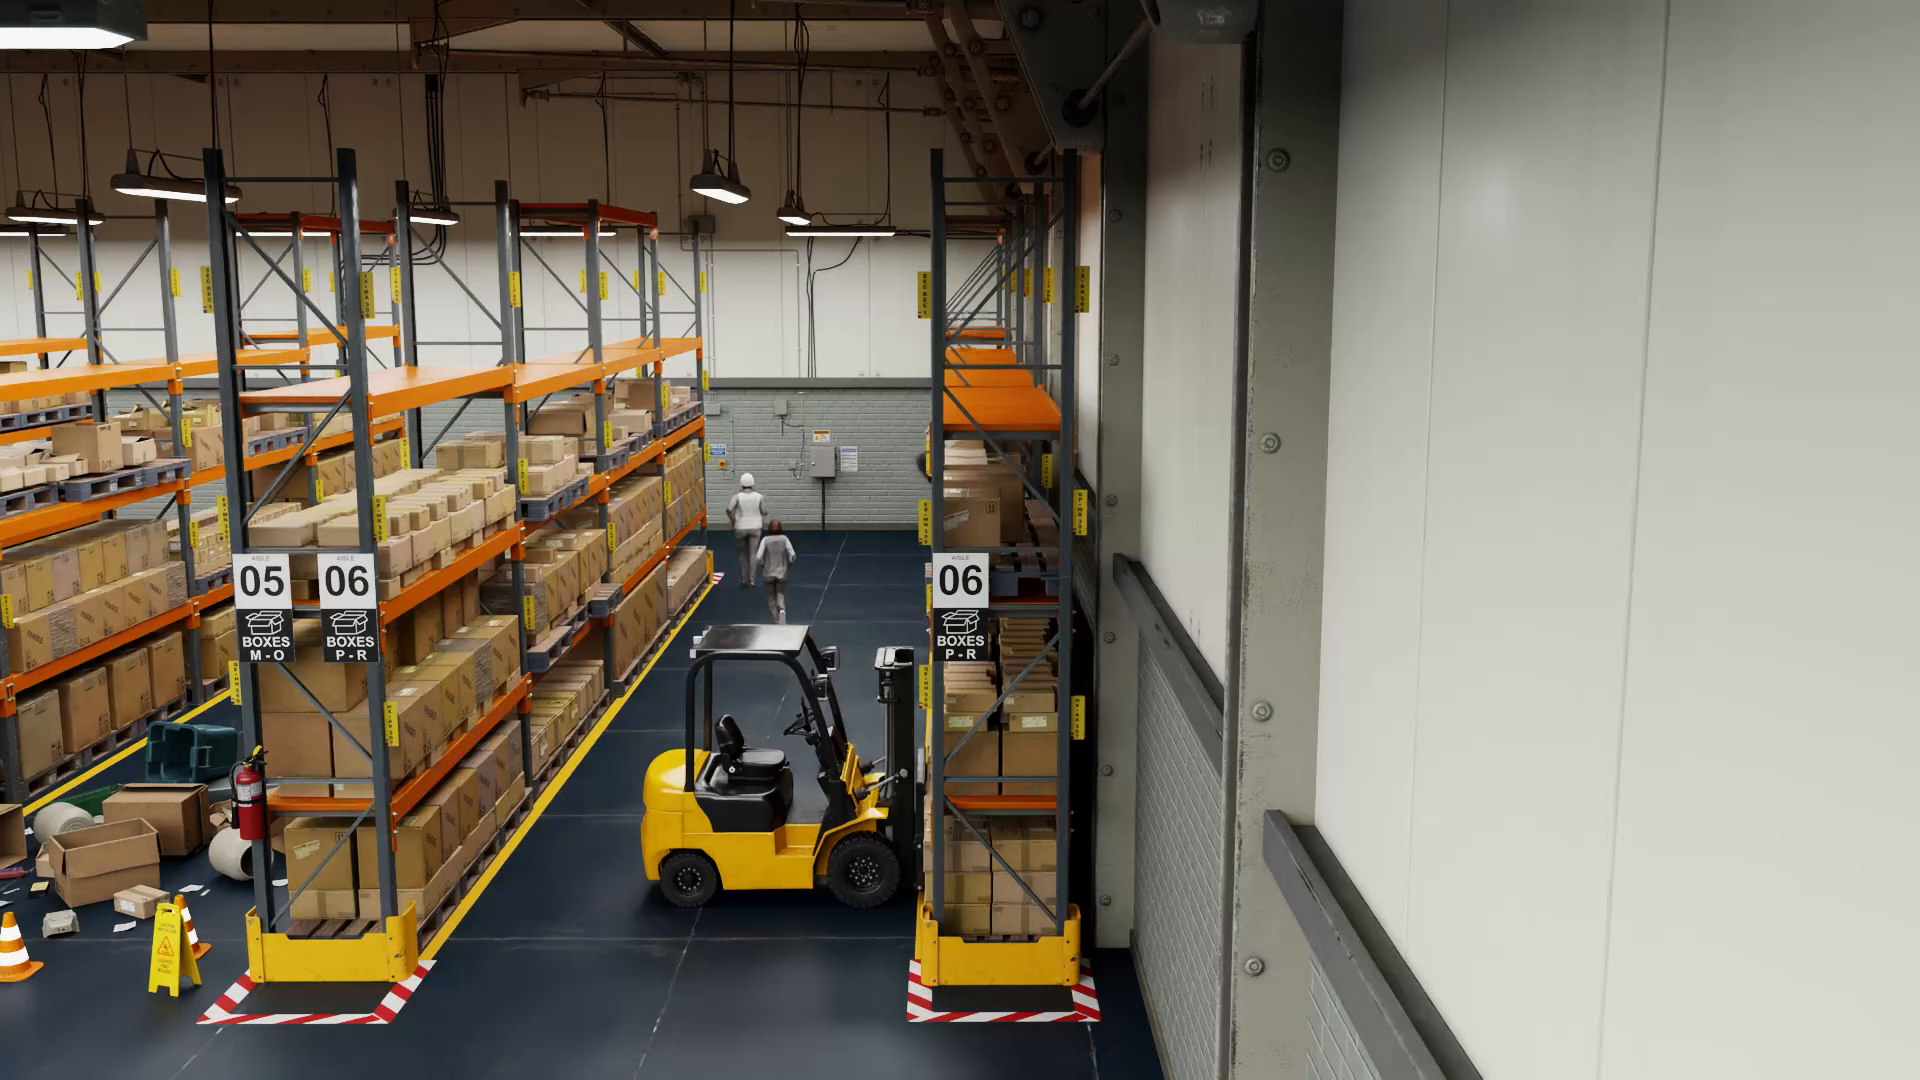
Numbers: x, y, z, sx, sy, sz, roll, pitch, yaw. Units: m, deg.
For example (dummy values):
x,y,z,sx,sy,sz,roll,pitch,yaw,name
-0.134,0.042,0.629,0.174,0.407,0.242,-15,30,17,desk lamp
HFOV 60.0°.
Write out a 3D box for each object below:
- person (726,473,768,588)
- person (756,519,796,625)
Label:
x,y,z,sx,sy,sz,roll,pitch,yaw,name
-3.290,-0.119,25.780,0.641,1.851,0.715,-1,9,-6,person
-2.525,0.483,22.783,0.543,1.568,0.487,-2,9,-13,person
